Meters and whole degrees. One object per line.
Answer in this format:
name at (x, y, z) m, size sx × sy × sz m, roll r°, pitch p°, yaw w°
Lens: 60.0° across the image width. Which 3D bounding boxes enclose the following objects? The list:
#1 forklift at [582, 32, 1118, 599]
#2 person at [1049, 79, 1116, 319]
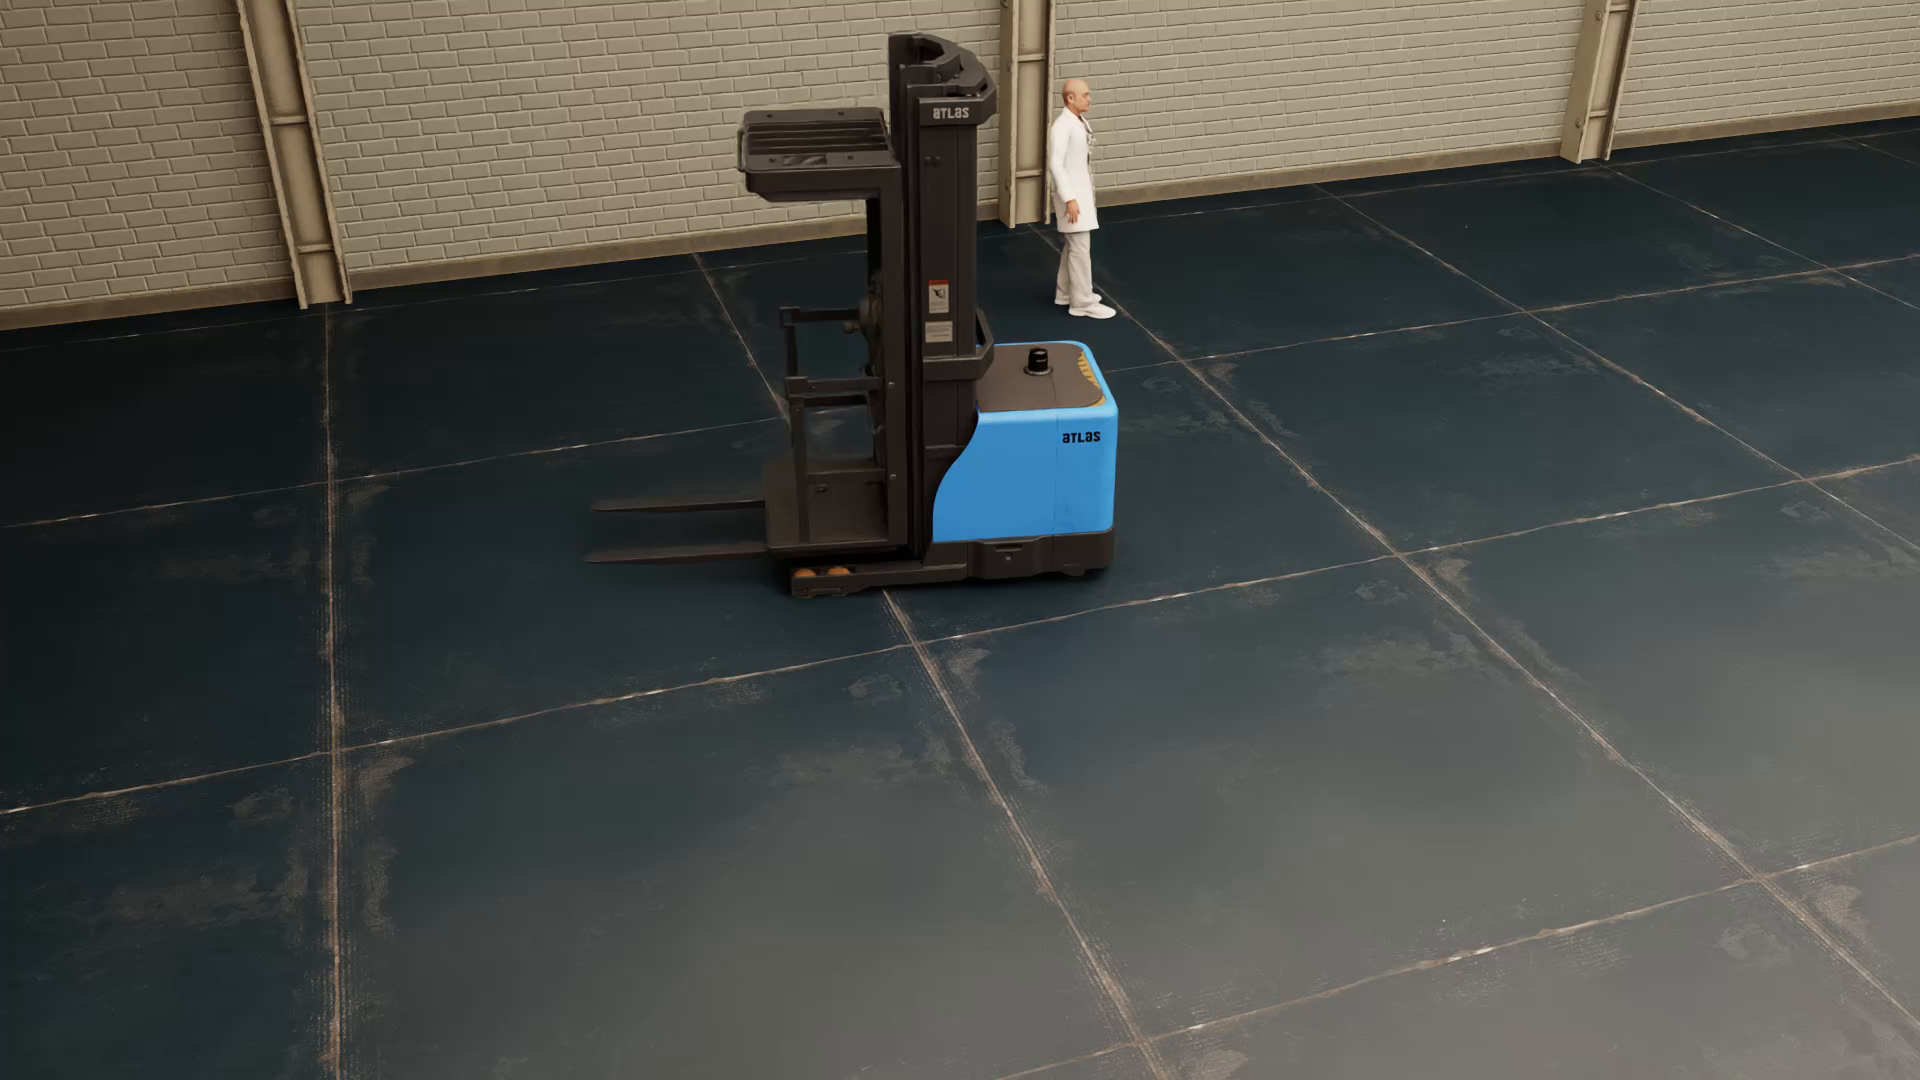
forklift at (-0.666, -1.214, 9.198) m, size 3.031 × 2.935 × 1.130 m, roll -4°, pitch 30°, yaw -6°
person at (0.982, -2.644, 12.835) m, size 0.571 × 1.782 × 0.730 m, roll 5°, pitch 30°, yaw 9°
